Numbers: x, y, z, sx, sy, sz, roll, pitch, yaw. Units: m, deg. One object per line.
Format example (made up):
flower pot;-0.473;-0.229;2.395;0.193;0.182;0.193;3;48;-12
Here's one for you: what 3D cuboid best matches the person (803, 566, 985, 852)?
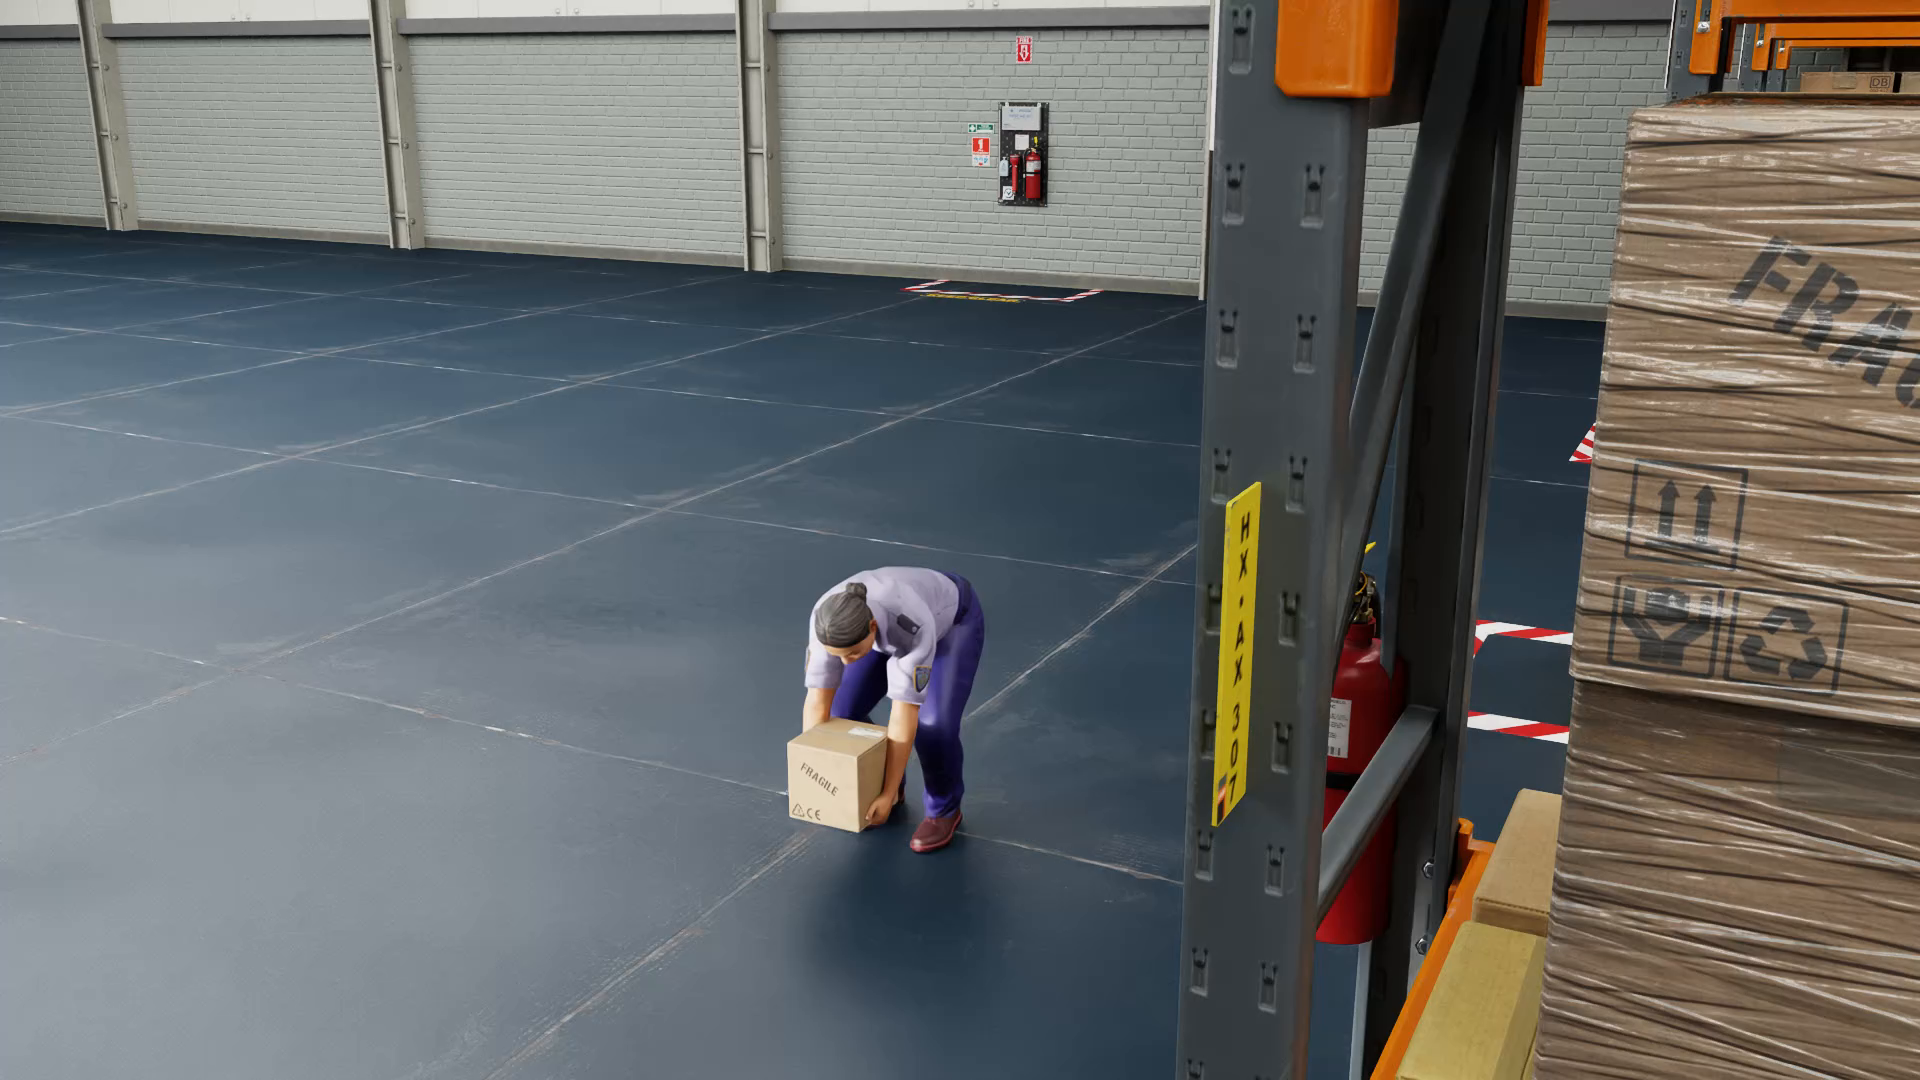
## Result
person;-0.232;0.531;5.408;0.505;0.987;0.892;7;17;23
